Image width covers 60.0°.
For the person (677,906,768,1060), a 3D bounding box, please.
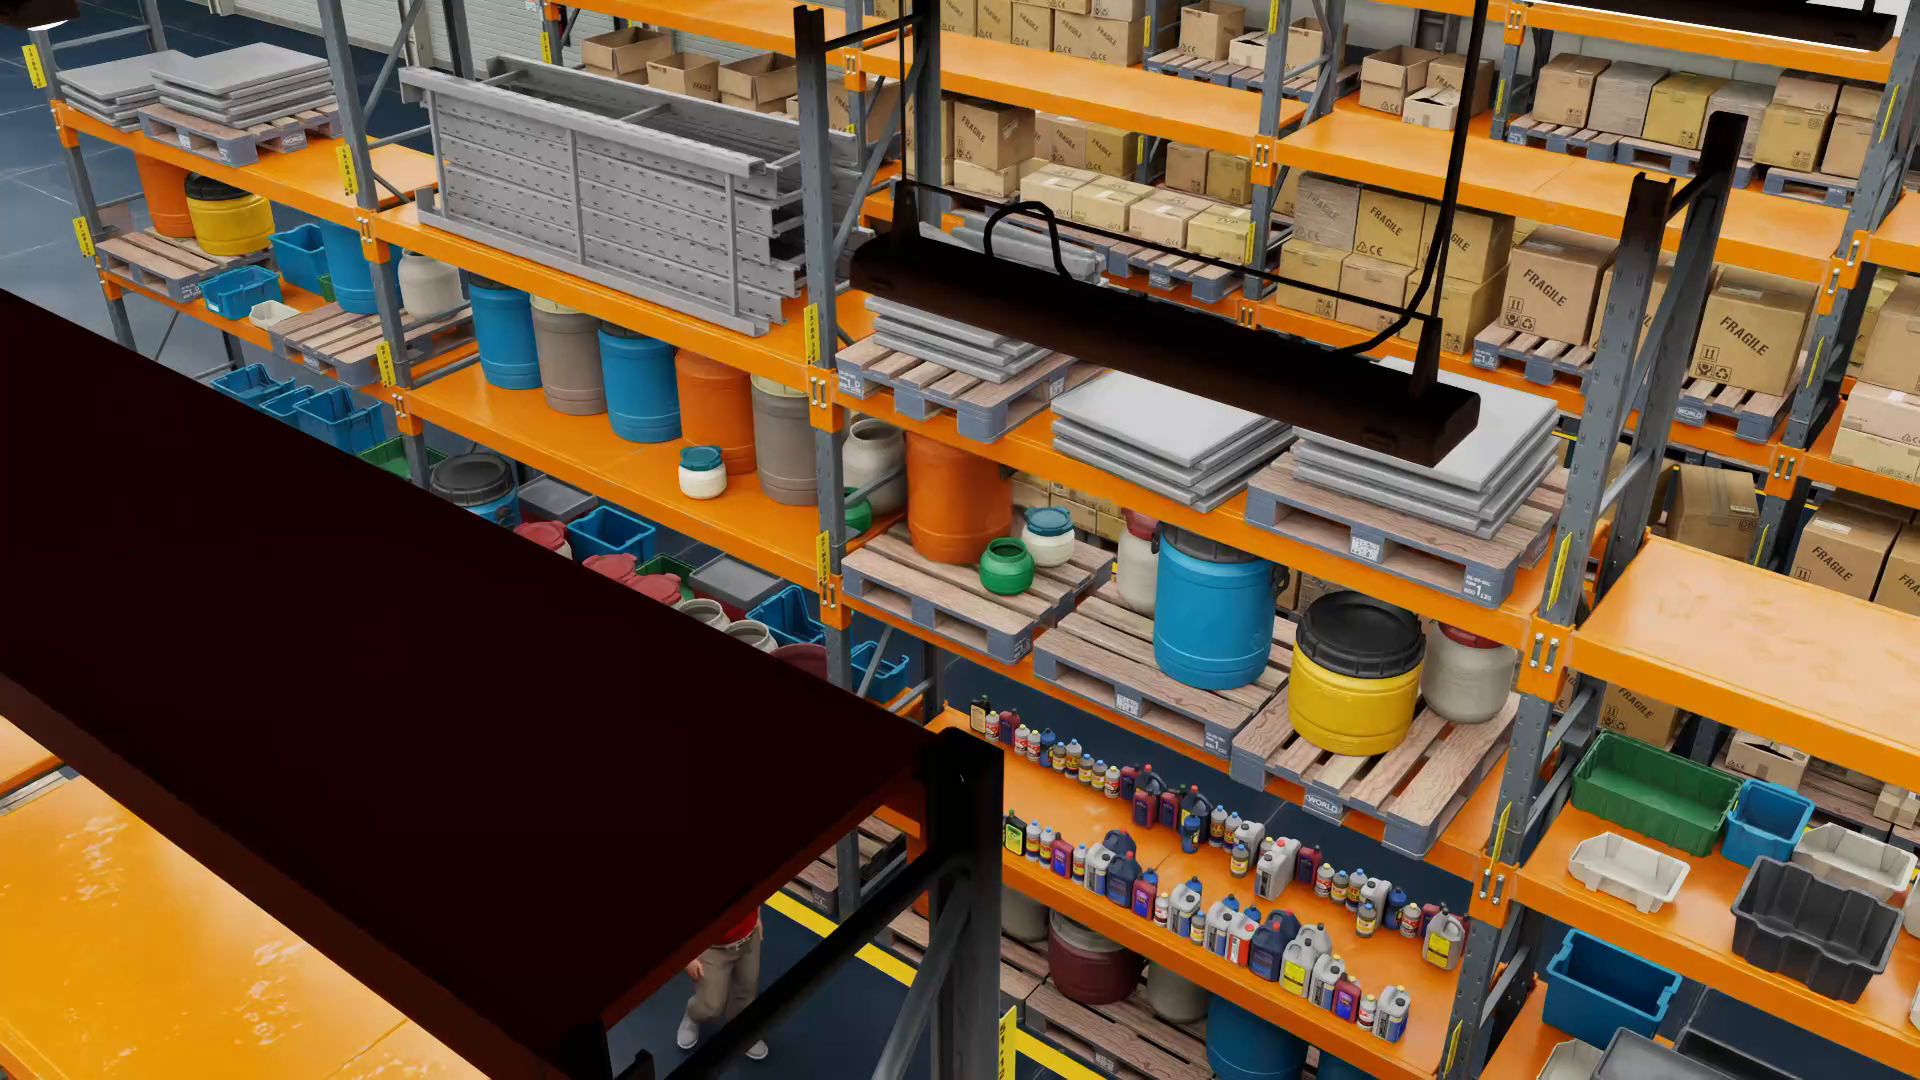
[{"bbox_3d":[-1.418,2.341,9.803,0.589,1.724,0.555,-26,40,-36],"label":"person"}]
